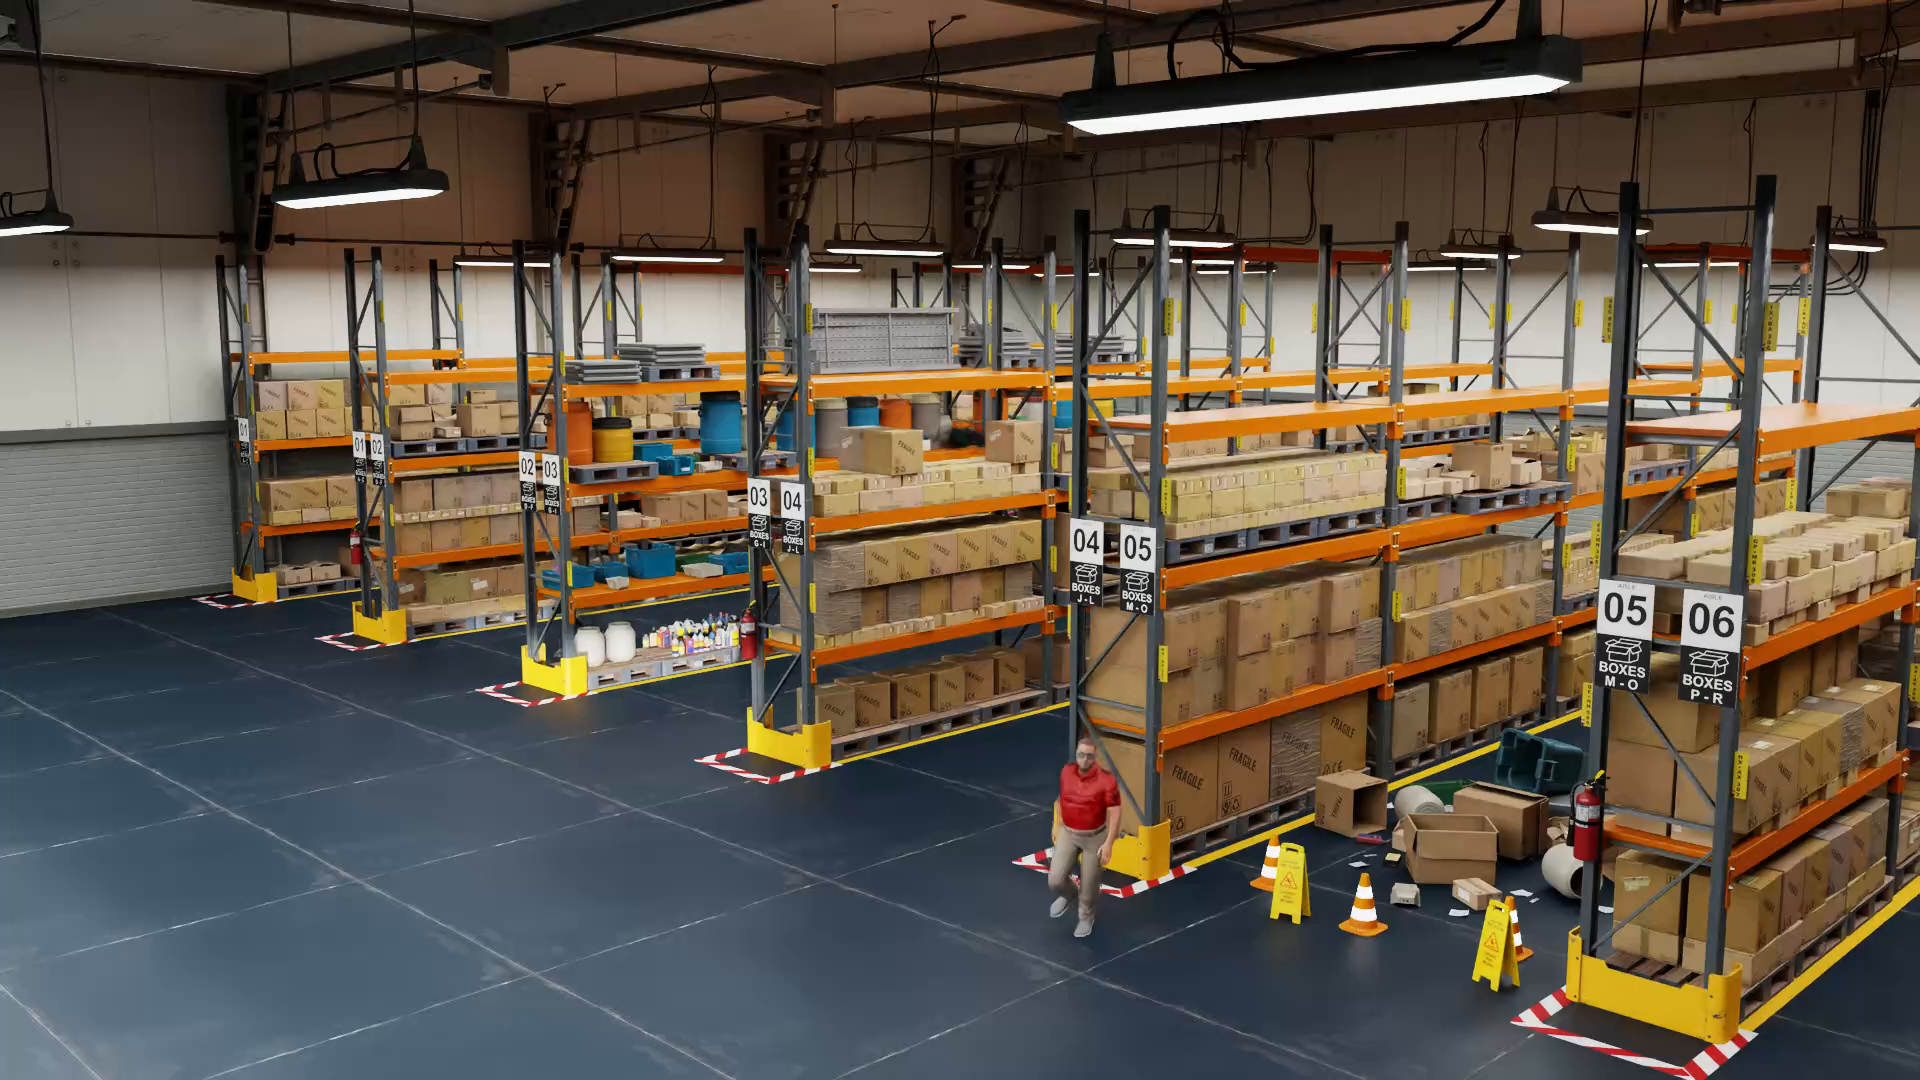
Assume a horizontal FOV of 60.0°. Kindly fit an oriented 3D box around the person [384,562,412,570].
[{"bbox_3d":[-9.524,0.345,28.163,0.806,1.785,0.722,3,8,17],"label":"person"}]

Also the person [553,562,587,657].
[{"bbox_3d":[-5.781,0.987,24.690,0.352,1.361,0.911,4,9,25],"label":"person"}]

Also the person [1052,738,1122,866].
[{"bbox_3d":[1.001,2.074,13.462,0.656,0.983,0.475,3,9,21],"label":"person"}]
